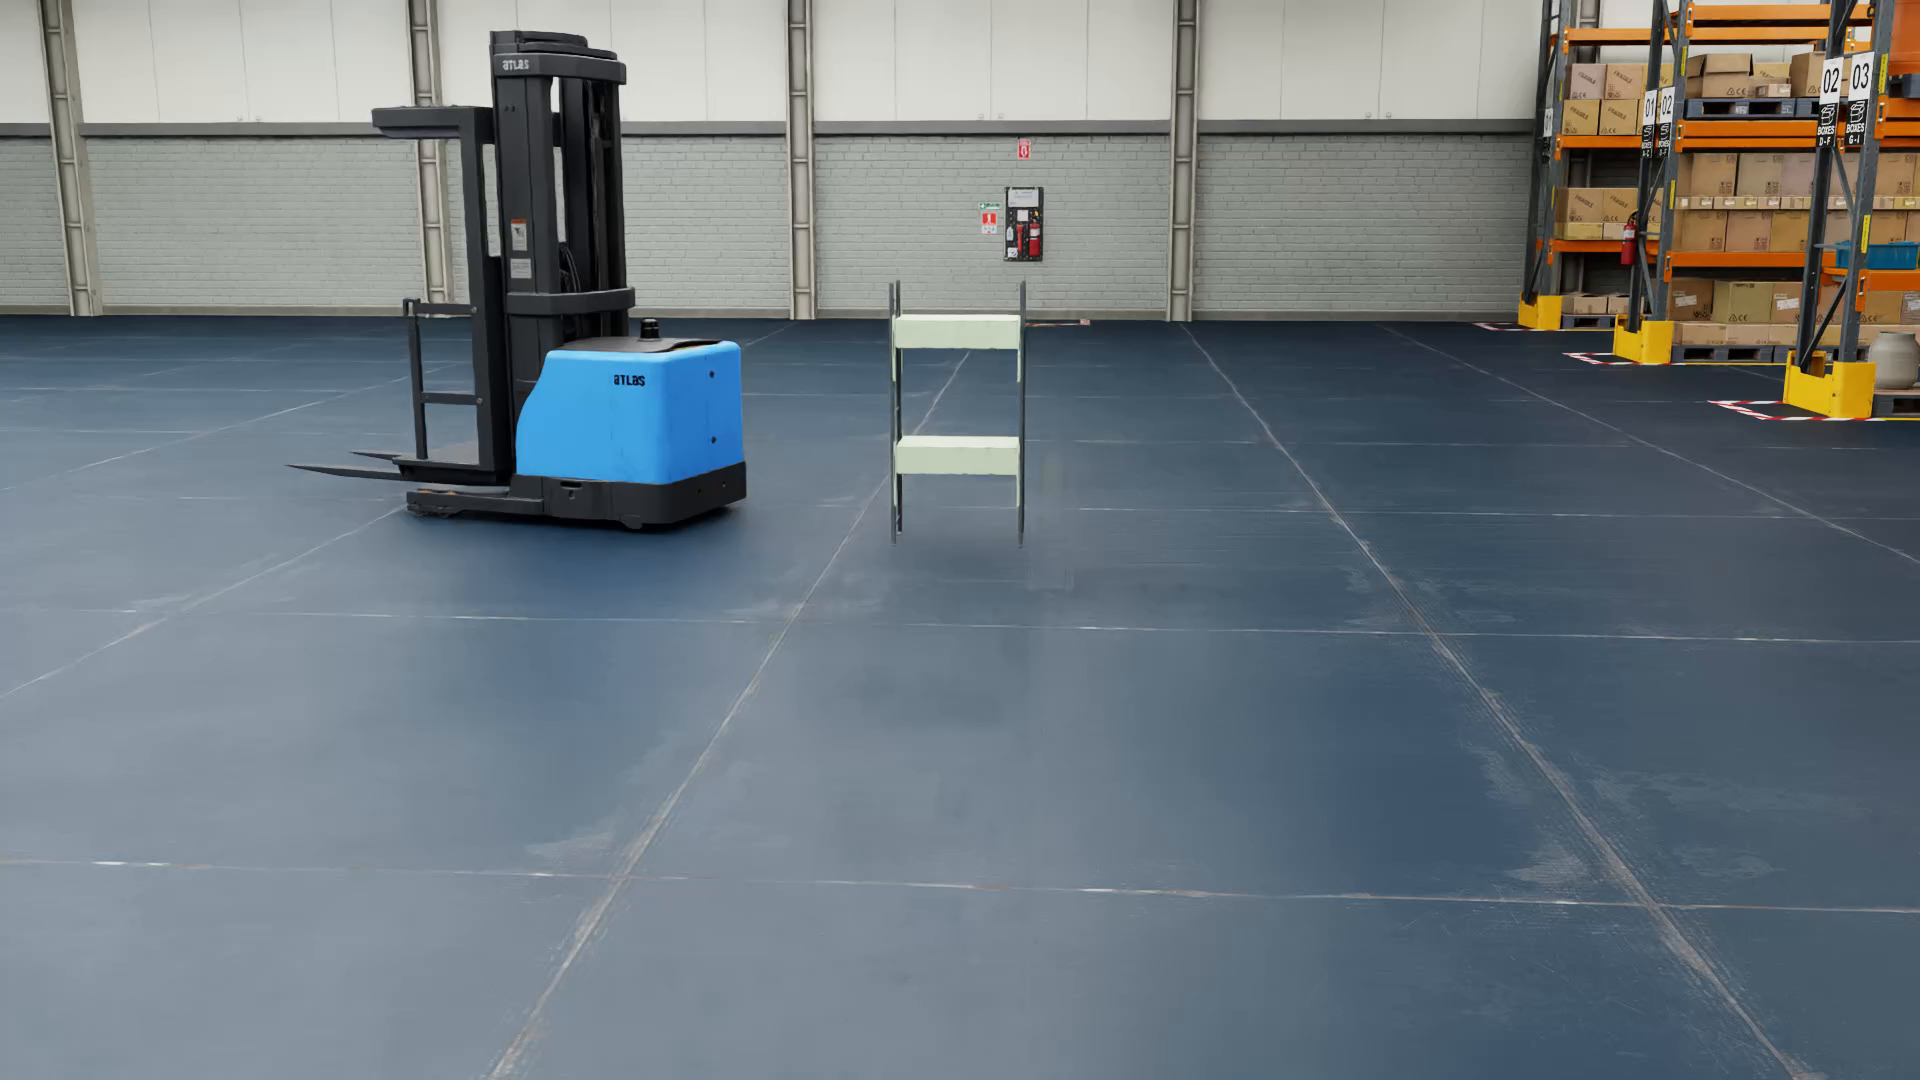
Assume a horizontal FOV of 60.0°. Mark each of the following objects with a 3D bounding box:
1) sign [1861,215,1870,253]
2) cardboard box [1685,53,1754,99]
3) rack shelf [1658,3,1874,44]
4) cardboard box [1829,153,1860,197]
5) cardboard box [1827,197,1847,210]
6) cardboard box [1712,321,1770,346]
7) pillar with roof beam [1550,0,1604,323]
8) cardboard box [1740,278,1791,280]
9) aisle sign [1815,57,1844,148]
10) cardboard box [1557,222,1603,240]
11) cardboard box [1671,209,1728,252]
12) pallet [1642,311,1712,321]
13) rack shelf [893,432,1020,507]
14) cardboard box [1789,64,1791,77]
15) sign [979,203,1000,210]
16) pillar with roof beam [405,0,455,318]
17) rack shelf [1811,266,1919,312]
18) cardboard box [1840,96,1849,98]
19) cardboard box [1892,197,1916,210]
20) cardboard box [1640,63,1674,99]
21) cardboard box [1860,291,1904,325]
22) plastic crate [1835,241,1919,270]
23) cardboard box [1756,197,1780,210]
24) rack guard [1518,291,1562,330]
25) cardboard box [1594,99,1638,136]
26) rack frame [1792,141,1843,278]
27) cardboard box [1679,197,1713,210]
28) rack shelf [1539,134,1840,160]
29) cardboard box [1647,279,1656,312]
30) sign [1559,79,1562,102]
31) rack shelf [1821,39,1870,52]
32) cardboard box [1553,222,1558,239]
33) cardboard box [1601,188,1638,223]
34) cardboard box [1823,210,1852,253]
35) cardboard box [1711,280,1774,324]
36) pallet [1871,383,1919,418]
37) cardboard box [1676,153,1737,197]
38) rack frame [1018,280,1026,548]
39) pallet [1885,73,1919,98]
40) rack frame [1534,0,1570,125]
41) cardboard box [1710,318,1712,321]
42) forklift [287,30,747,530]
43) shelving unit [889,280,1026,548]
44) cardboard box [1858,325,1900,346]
[{"bbox_3d":[8.000,-2.704,14.693,0.005,0.325,0.100,1,12,4],"label":"sign"},{"bbox_3d":[8.949,-5.477,19.679,0.637,0.503,0.797,2,12,8],"label":"cardboard box"},{"bbox_3d":[10.372,-6.054,19.465,4.000,0.370,1.077,1,12,4],"label":"rack shelf"},{"bbox_3d":[10.422,-4.347,19.812,0.500,0.500,0.700,1,12,4],"label":"cardboard box"},{"bbox_3d":[10.287,-3.989,19.682,0.250,0.149,0.380,1,12,4],"label":"cardboard box"},{"bbox_3d":[9.395,-2.494,20.053,0.500,0.250,0.500,1,12,4],"label":"cardboard box"},{"bbox_3d":[9.172,-6.929,20.914,0.400,9.000,9.100,1,12,4],"label":"pillar with roof beam"},{"bbox_3d":[9.930,-2.962,20.462,0.500,0.500,0.500,1,12,4],"label":"cardboard box"},{"bbox_3d":[7.989,-4.015,15.287,0.004,0.787,0.394,1,12,4],"label":"aisle sign"},{"bbox_3d":[9.169,-4.570,24.605,0.500,0.250,0.500,0,12,2],"label":"cardboard box"},{"bbox_3d":[8.841,-3.733,20.042,0.500,0.500,0.700,1,12,4],"label":"cardboard box"},{"bbox_3d":[10.801,-3.303,25.044,1.213,0.211,1.003,1,12,4],"label":"pallet"},{"bbox_3d":[-0.007,-0.415,9.682,0.720,0.370,0.431,1,12,4],"label":"rack shelf"},{"bbox_3d":[12.176,-6.618,24.018,0.500,0.500,0.500,0,12,-1],"label":"cardboard box"},{"bbox_3d":[0.469,-5.299,26.394,0.331,0.109,0.001,1,12,4],"label":"sign"},{"bbox_3d":[-8.788,-7.175,22.091,0.400,9.000,9.100,1,12,4],"label":"pillar with roof beam"},{"bbox_3d":[10.037,-2.301,15.201,4.000,0.370,1.077,1,12,4],"label":"rack shelf"},{"bbox_3d":[10.732,-5.479,19.690,0.637,0.503,0.797,2,12,10],"label":"cardboard box"},{"bbox_3d":[11.066,-3.979,19.634,0.250,0.149,0.380,1,12,3],"label":"cardboard box"},{"bbox_3d":[10.081,-6.644,24.145,0.500,0.500,0.500,1,12,5],"label":"cardboard box"},{"bbox_3d":[10.893,-2.842,19.886,0.500,0.500,0.500,1,12,4],"label":"cardboard box"},{"bbox_3d":[8.561,-2.662,15.533,0.616,0.251,0.499,1,12,4],"label":"plastic crate"},{"bbox_3d":[9.517,-3.999,19.732,0.250,0.149,0.380,1,12,3],"label":"cardboard box"},{"bbox_3d":[8.779,-3.480,25.185,0.348,0.500,1.175,1,12,4],"label":"rack guard"},{"bbox_3d":[9.554,-6.161,24.278,0.500,0.500,0.500,2,12,8],"label":"cardboard box"},{"bbox_3d":[12.694,-4.650,24.672,0.127,3.000,1.000,1,12,4],"label":"rack frame"},{"bbox_3d":[8.753,-4.010,19.783,0.250,0.149,0.380,1,12,3],"label":"cardboard box"},{"bbox_3d":[10.699,-5.794,24.569,4.000,0.370,1.077,1,12,4],"label":"rack shelf"},{"bbox_3d":[10.685,-3.641,24.877,0.500,0.500,0.700,0,12,0],"label":"cardboard box"},{"bbox_3d":[8.667,-6.490,24.007,0.005,0.325,0.100,1,12,4],"label":"sign"},{"bbox_3d":[14.690,-7.011,24.042,4.000,0.370,1.077,1,12,4],"label":"rack shelf"},{"bbox_3d":[9.183,-4.674,25.106,0.500,0.250,0.500,1,12,5],"label":"cardboard box"},{"bbox_3d":[9.652,-4.932,24.503,0.500,0.500,0.500,1,12,4],"label":"cardboard box"},{"bbox_3d":[10.386,-3.712,19.944,0.500,0.500,0.700,1,12,5],"label":"cardboard box"},{"bbox_3d":[9.395,-2.860,19.974,0.500,0.500,0.500,1,12,4],"label":"cardboard box"},{"bbox_3d":[8.931,-1.312,15.526,1.213,0.211,1.003,1,12,4],"label":"pallet"},{"bbox_3d":[8.894,-4.367,19.906,0.500,0.500,0.700,1,12,4],"label":"cardboard box"},{"bbox_3d":[0.359,-0.729,9.591,0.023,1.500,0.400,1,12,4],"label":"rack frame"},{"bbox_3d":[8.860,-4.025,14.821,1.213,0.211,1.003,1,12,4],"label":"pallet"},{"bbox_3d":[8.703,-7.641,24.319,0.127,3.000,1.000,1,12,4],"label":"rack frame"},{"bbox_3d":[9.431,-2.601,20.567,0.500,0.250,0.500,1,12,4],"label":"cardboard box"},{"bbox_3d":[-2.948,-1.665,10.570,3.031,2.935,1.130,5,13,21],"label":"forklift"},{"bbox_3d":[-0.007,-0.734,9.615,0.755,1.500,0.431,1,12,4],"label":"shelving unit"},{"bbox_3d":[10.892,-2.472,19.950,0.500,0.250,0.500,1,12,4],"label":"cardboard box"}]
